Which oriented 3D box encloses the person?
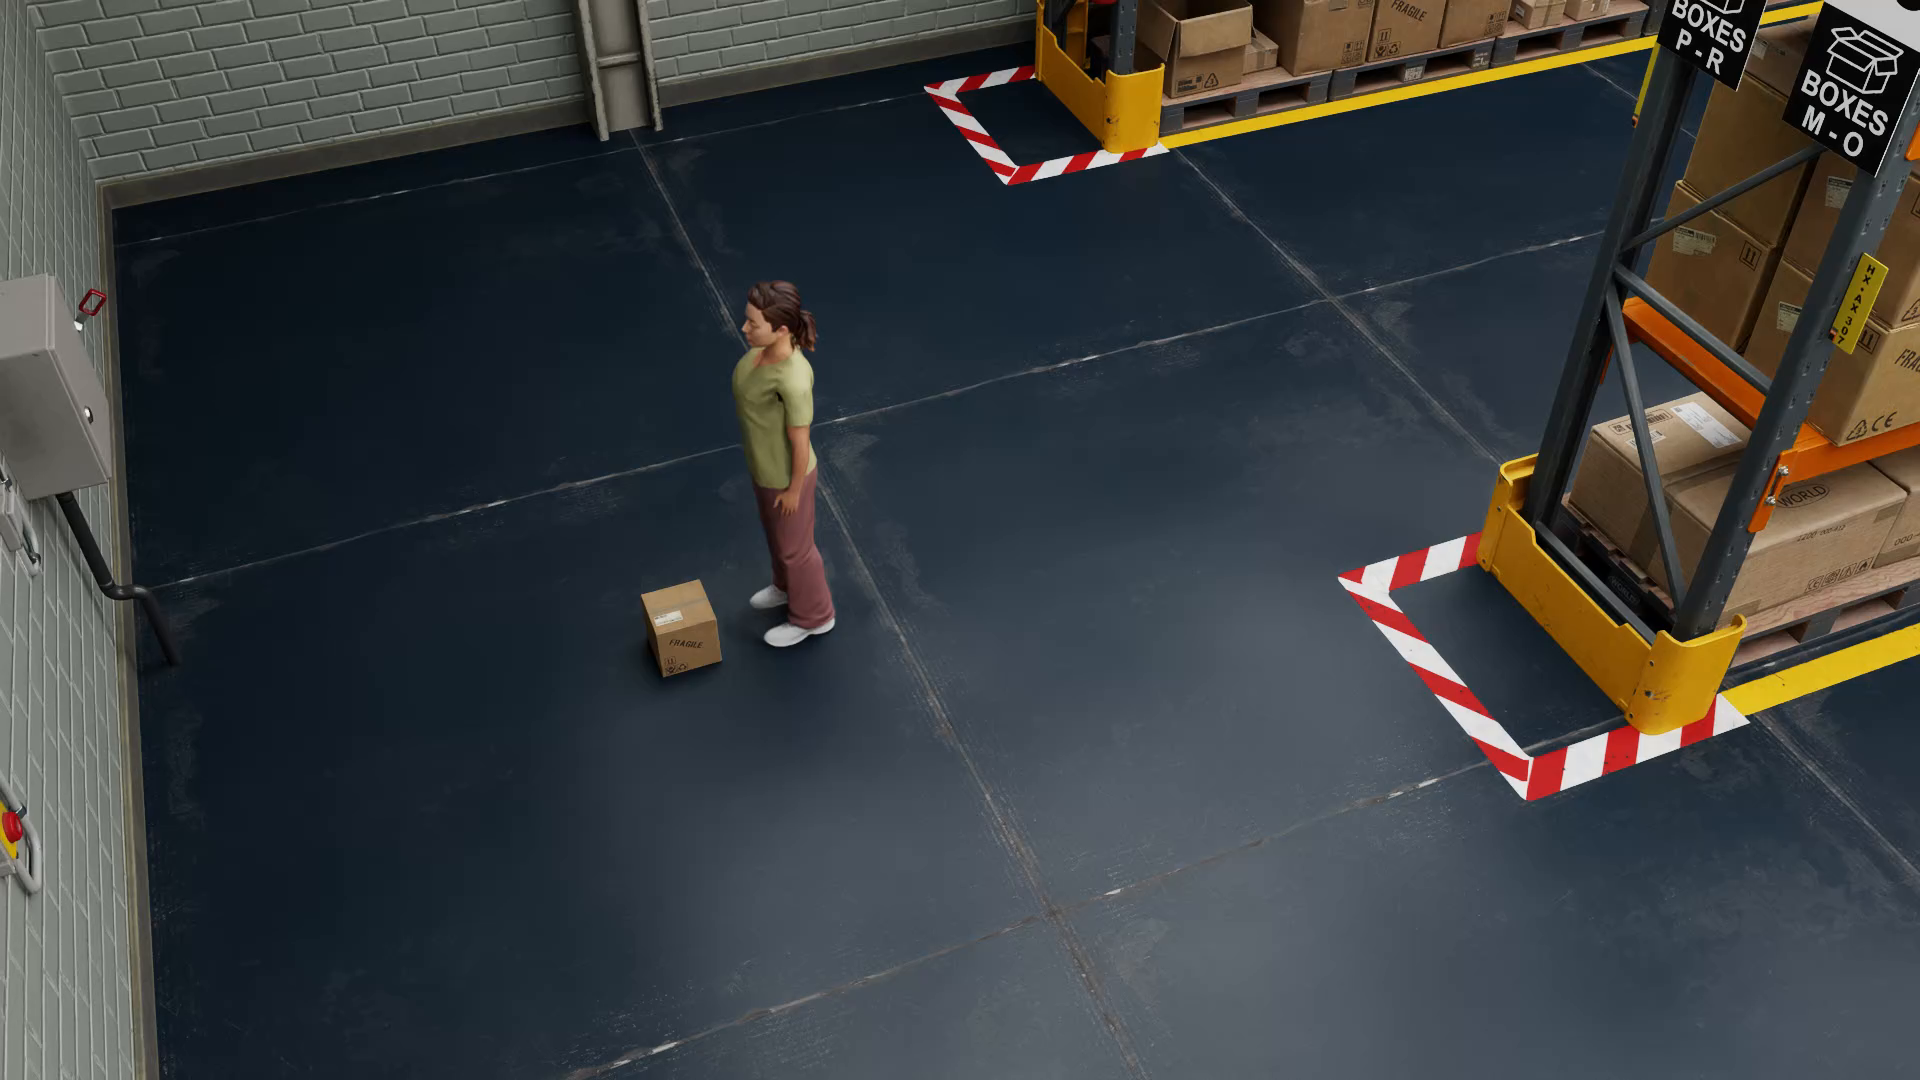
[{"bbox_3d":[-0.685,-0.288,6.491,0.353,1.675,0.439,-14,44,-15],"label":"person"}]
